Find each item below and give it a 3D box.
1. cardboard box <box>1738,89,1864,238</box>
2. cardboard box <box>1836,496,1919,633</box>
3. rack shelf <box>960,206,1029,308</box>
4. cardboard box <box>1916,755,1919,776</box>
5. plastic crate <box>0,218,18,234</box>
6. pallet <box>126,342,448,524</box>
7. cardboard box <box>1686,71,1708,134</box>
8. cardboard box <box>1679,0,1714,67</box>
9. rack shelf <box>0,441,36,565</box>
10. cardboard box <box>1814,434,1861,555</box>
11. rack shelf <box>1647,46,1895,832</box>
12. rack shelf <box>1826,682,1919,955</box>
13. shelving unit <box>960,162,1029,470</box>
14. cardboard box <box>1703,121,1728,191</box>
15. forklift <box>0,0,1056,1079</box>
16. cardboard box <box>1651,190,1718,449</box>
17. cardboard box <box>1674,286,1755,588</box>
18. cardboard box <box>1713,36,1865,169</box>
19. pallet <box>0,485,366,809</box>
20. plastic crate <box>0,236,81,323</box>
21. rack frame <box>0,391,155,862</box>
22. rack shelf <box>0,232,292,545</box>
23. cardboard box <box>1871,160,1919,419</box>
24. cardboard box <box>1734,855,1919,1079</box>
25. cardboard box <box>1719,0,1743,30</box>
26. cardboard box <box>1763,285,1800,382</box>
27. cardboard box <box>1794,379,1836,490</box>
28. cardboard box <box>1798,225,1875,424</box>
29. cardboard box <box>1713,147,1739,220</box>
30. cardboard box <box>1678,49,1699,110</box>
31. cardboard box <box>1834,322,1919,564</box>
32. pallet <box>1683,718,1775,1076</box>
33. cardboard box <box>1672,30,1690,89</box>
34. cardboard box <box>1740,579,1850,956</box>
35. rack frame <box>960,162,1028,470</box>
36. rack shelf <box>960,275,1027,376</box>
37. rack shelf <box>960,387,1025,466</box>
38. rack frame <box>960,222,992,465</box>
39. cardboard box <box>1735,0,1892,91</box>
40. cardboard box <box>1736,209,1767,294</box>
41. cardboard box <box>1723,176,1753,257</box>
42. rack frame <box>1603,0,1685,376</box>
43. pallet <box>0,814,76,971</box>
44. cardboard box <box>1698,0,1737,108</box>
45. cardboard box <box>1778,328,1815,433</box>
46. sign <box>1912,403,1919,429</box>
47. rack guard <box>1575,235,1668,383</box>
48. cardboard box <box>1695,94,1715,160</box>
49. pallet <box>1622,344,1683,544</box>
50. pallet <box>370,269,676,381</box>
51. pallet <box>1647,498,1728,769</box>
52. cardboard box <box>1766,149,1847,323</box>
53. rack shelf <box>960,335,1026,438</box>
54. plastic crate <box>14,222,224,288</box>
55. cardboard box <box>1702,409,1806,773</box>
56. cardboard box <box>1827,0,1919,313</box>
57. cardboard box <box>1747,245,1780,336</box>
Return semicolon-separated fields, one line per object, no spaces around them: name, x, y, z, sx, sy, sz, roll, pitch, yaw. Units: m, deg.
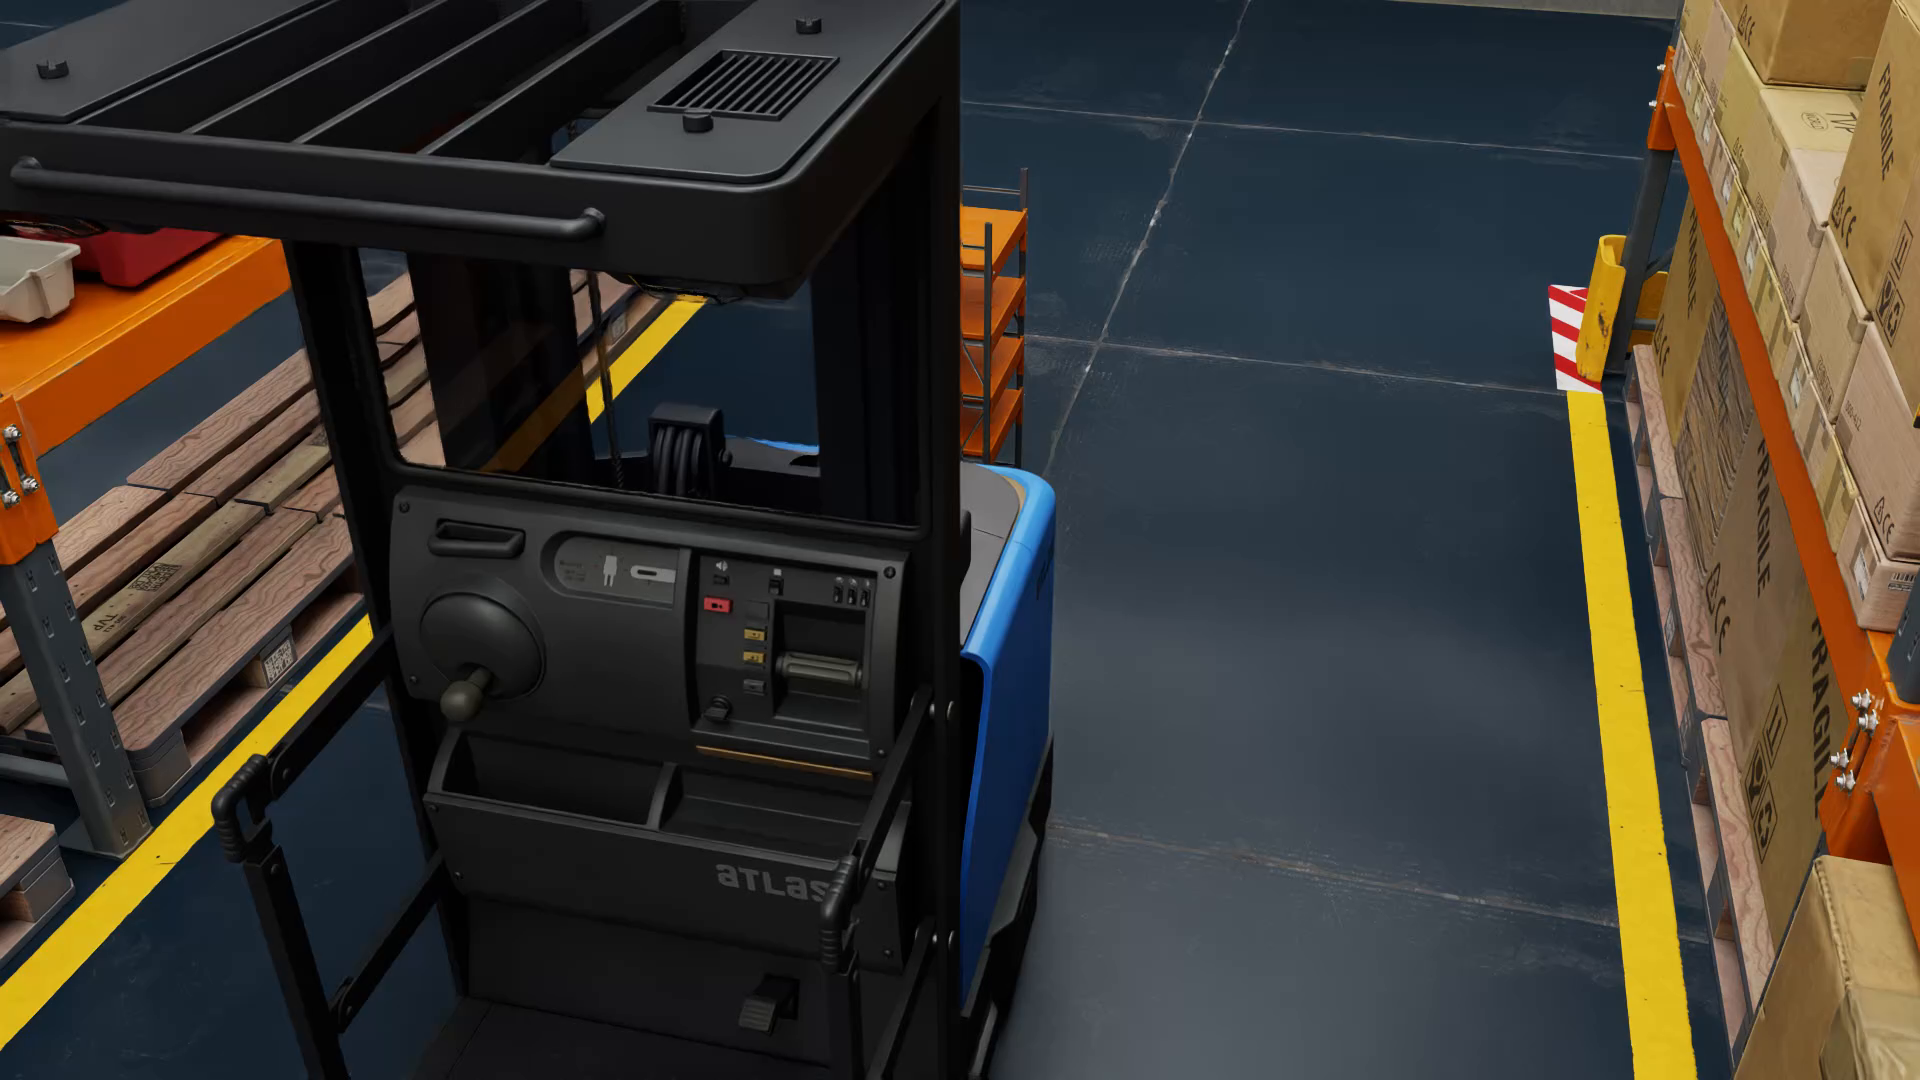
cardboard box;2.357;-0.961;4.328;0.500;0.250;0.500;7;33;11
cardboard box;1.869;0.065;3.085;0.380;0.149;0.250;8;33;13
rack shelf;0.042;-0.924;5.352;0.258;0.148;0.480;8;33;12
cardboard box;1.750;0.325;2.350;0.500;0.500;0.500;8;33;13
plastic crate;-2.658;-1.039;4.789;0.437;0.125;0.590;8;33;12
pallet;-2.225;-0.357;6.115;1.003;0.211;1.213;8;33;12
cardboard box;2.586;-1.402;5.394;0.380;0.149;0.250;7;33;11
cardboard box;2.741;-1.763;5.591;0.500;0.250;0.500;7;33;11
rack shelf;-3.190;0.829;2.320;1.077;0.370;4.000;8;33;12
cardboard box;1.934;-0.069;3.296;0.380;0.149;0.250;9;33;13
rack shelf;2.616;-0.572;4.525;1.077;0.370;4.000;8;33;12
rack shelf;1.601;1.504;1.259;1.077;0.370;4.000;8;33;12
shelving unit;0.042;-0.592;5.563;0.258;1.200;0.503;8;33;12
cardboard box;2.456;-1.135;4.973;0.380;0.149;0.250;7;33;11
forklift;-0.597;0.211;2.686;1.130;2.935;3.031;7;33;11
cardboard box;3.039;-0.851;5.882;0.875;0.875;0.875;8;33;12
cardboard box;2.808;-0.379;5.139;0.875;0.875;0.875;8;33;12
cardboard box;2.484;-1.233;4.755;0.500;0.250;0.500;7;33;11
pallet;-2.533;0.278;5.116;1.003;0.211;1.213;8;33;12
plastic crate;-2.426;-0.648;4.164;0.396;0.136;0.243;8;33;12
rack frame;-2.682;-0.512;3.760;1.000;3.000;0.127;8;33;12
rack shelf;-2.175;-1.246;5.585;1.077;0.370;4.000;8;33;12
cardboard box;1.967;-0.492;2.891;0.500;0.500;0.500;9;34;14
cardboard box;1.966;1.216;2.630;1.225;0.875;0.875;8;33;13
cardboard box;2.614;-1.820;4.981;0.500;0.500;0.500;7;33;11
cardboard box;2.130;-0.469;3.926;0.380;0.149;0.250;9;33;13
cardboard box;2.000;-0.201;3.505;0.380;0.149;0.250;7;33;12
cardboard box;2.096;-0.434;3.499;0.500;0.250;0.500;9;34;14
cardboard box;2.391;-1.001;4.762;0.380;0.149;0.250;8;33;12
cardboard box;2.651;-1.535;5.603;0.380;0.149;0.250;8;33;12
cardboard box;1.967;-0.165;3.076;0.500;0.250;0.500;7;33;11
pallet;2.377;0.955;4.051;1.003;0.211;1.213;8;33;12
cardboard box;2.714;-1.668;5.812;0.380;0.149;0.250;8;33;13
cardboard box;2.354;0.550;3.678;0.875;0.875;0.875;8;33;12
rack frame;0.104;-0.719;5.762;0.240;1.200;0.015;8;33;12
rack shelf;0.042;-0.724;5.479;0.258;0.148;0.480;8;33;12
rack shelf;0.042;-0.368;5.706;0.258;0.148;0.480;8;33;12
rack frame;-0.020;-0.466;5.364;0.240;1.200;0.015;8;33;12
cardboard box;2.488;-1.551;4.557;0.500;0.500;0.500;7;33;11
cardboard box;2.261;-0.734;4.342;0.380;0.149;0.250;9;33;13
cardboard box;2.325;-0.870;4.557;0.380;0.149;0.250;7;33;11
rack frame;3.124;-1.914;5.964;1.000;3.000;0.127;8;33;12
pallet;-2.918;1.059;3.887;1.003;0.211;1.213;8;33;12
cardboard box;2.615;-1.493;5.165;0.500;0.250;0.500;8;33;12
cardboard box;2.065;-0.335;3.715;0.380;0.149;0.250;9;33;13
sign;1.571;-0.311;2.563;0.100;0.325;0.005;8;33;12
rack guard;3.130;-0.871;6.654;1.175;0.500;0.348;8;33;12
cardboard box;2.521;-1.267;5.180;0.380;0.149;0.250;8;33;12
pallet;2.997;-0.311;6.043;1.003;0.211;1.213;8;33;12
pallet;-1.914;-0.988;7.108;1.003;0.211;1.213;8;33;12
pallet;2.685;0.320;5.050;1.003;0.211;1.213;8;33;12
cardboard box;2.225;-0.699;3.916;0.500;0.250;0.500;9;33;13
rack shelf;0.042;-0.535;5.599;0.258;0.148;0.480;8;33;12
plastic crate;-2.213;-0.994;4.402;0.402;0.464;0.583;8;33;12
cardboard box;2.582;0.083;4.413;0.875;0.875;0.875;8;33;12
cardboard box;2.098;-0.751;3.299;0.500;0.500;0.500;8;33;13
cardboard box;2.195;-0.602;4.135;0.380;0.149;0.250;7;33;12
